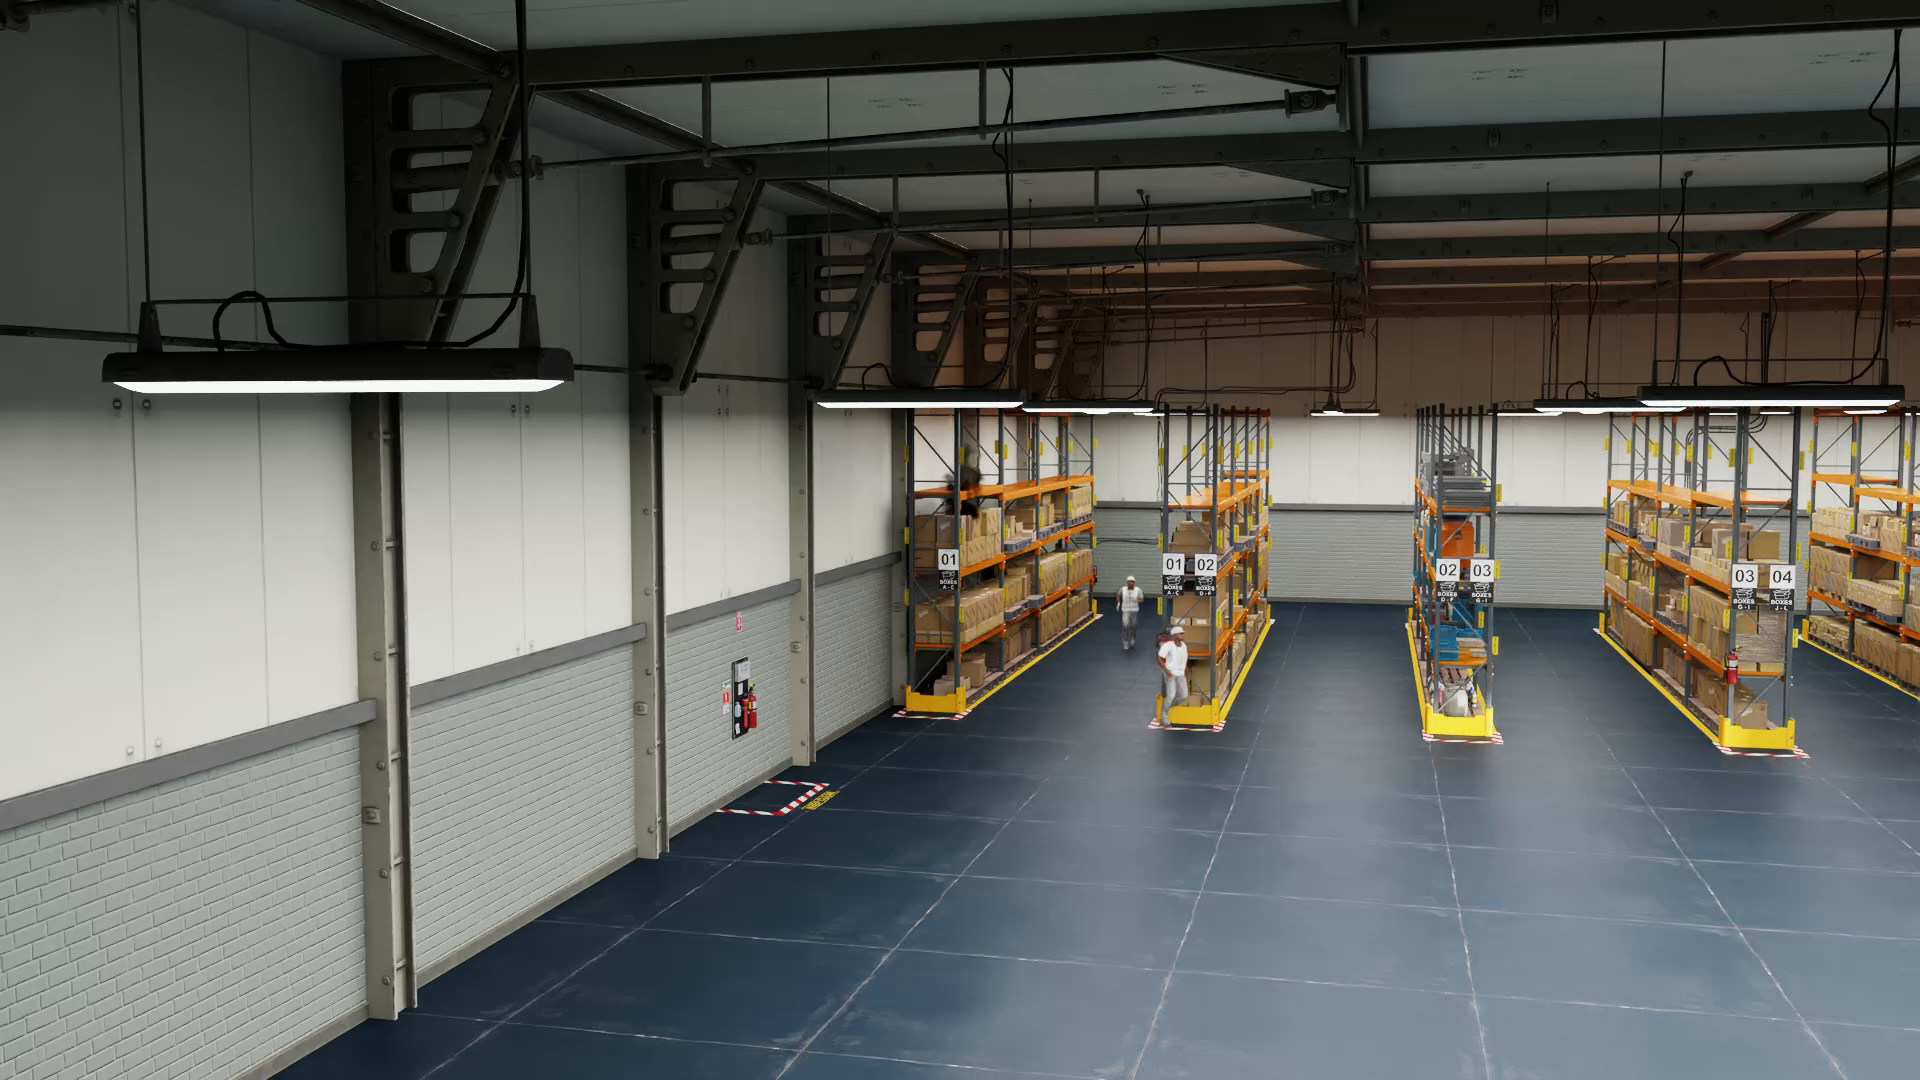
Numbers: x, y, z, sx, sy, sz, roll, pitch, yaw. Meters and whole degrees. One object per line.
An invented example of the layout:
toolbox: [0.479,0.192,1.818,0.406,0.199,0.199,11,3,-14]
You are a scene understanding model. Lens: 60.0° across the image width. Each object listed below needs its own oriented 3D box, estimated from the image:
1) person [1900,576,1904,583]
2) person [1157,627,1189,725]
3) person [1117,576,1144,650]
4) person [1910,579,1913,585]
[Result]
person: [24.769,1.739,43.676,0.877,1.605,0.538,1,4,9]
person: [3.870,2.420,29.826,0.754,1.733,0.501,-3,5,-35]
person: [4.239,1.815,41.447,0.662,1.844,0.785,0,4,3]
person: [23.693,1.826,41.622,0.708,1.726,0.661,0,4,7]
